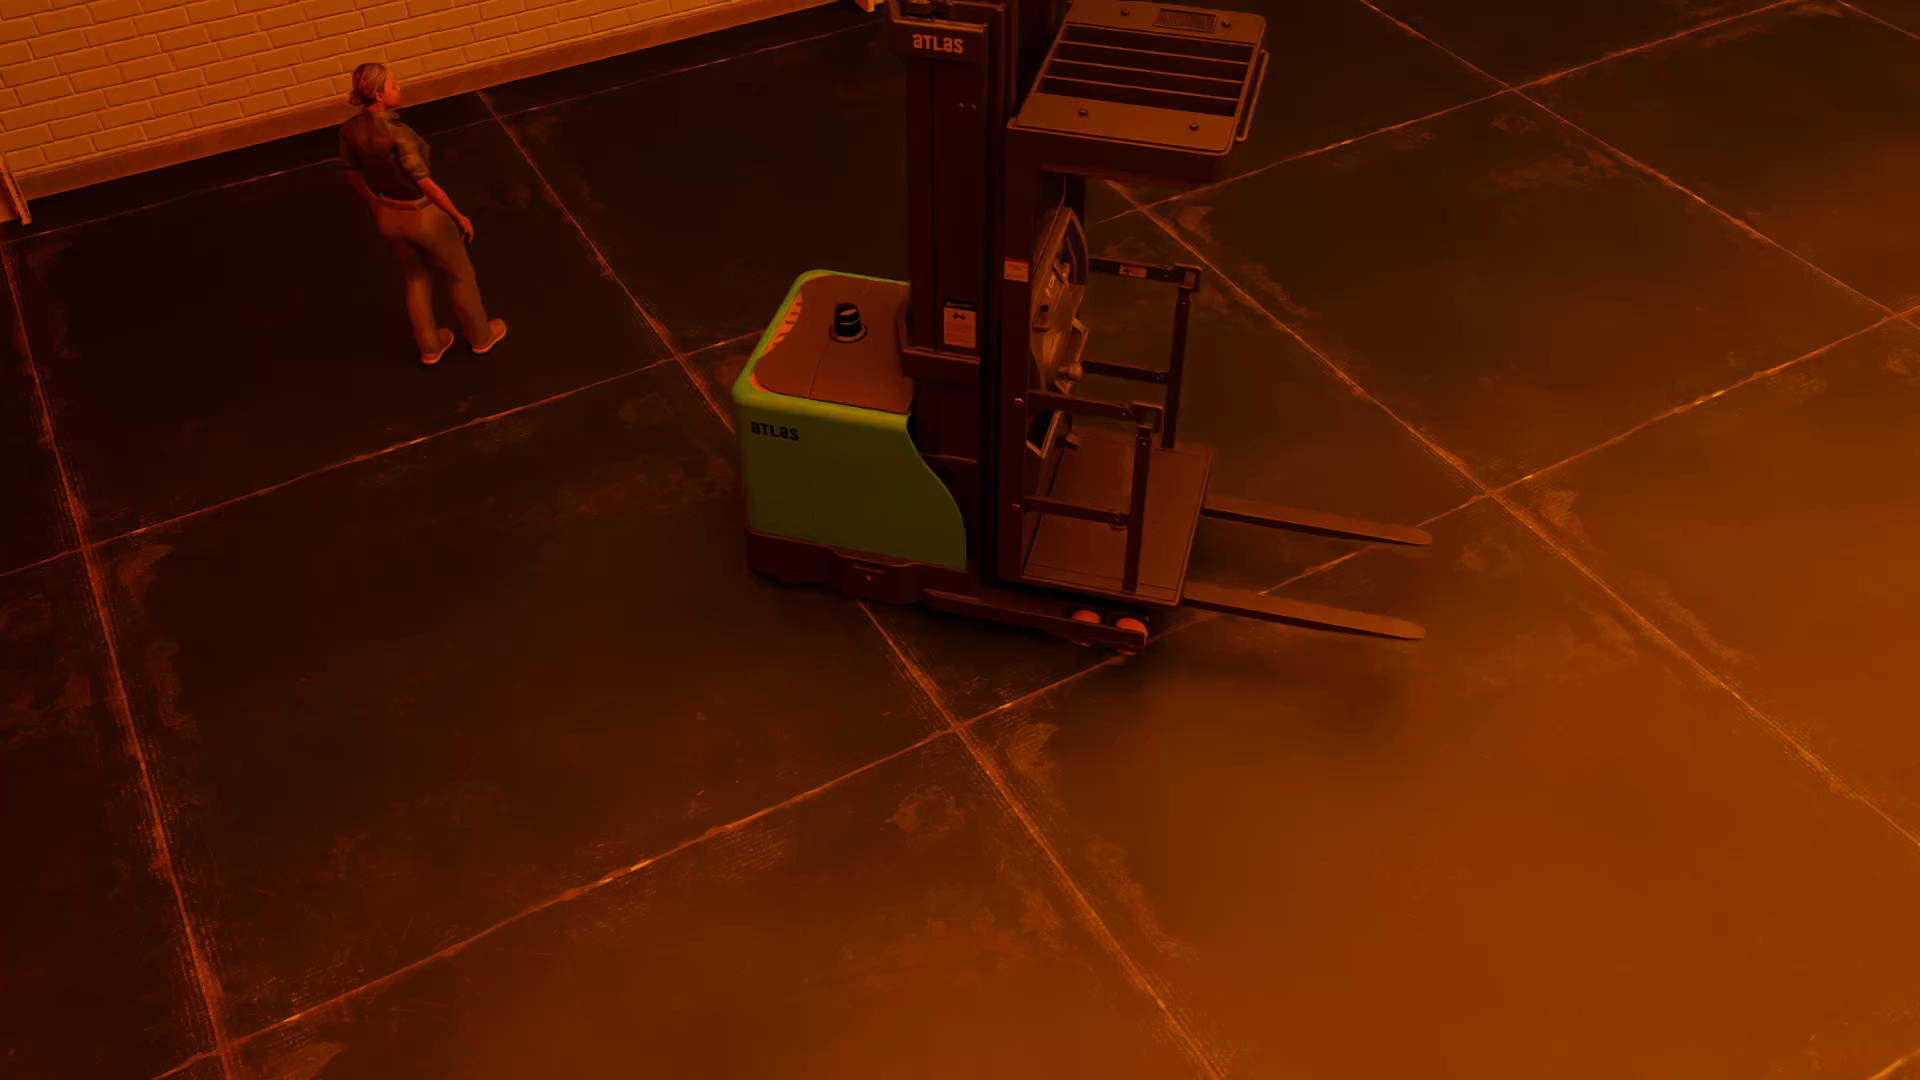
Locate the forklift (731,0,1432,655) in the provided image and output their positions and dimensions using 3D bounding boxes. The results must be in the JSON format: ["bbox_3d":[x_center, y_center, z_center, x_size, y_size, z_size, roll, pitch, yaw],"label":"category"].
[{"bbox_3d":[0.593,-0.973,6.747,3.031,2.935,1.130,10,44,11],"label":"forklift"}]

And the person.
[{"bbox_3d":[-2.723,-1.665,8.435,0.631,1.654,0.472,13,44,14],"label":"person"}]
